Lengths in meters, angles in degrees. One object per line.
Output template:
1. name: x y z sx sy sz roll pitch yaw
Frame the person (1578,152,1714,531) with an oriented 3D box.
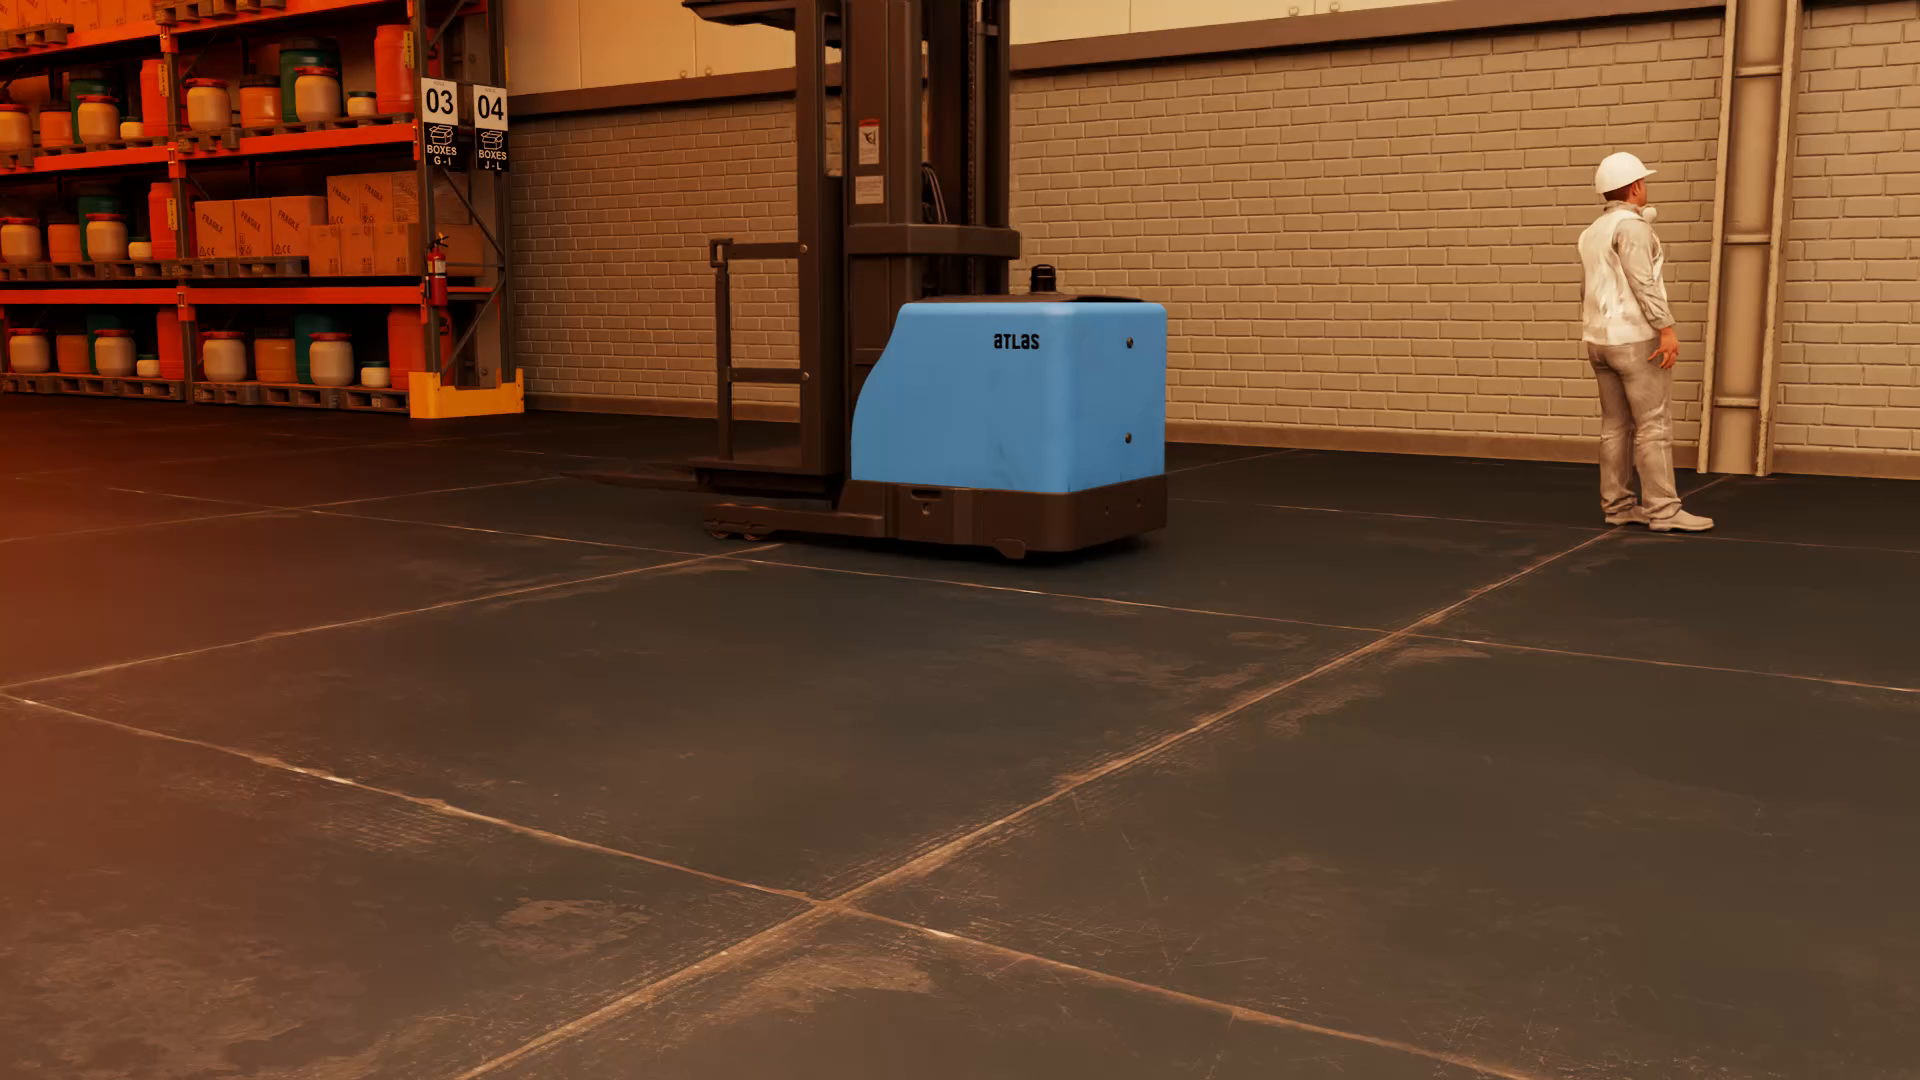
1. person: 3.268 -0.954 7.979 0.554 1.777 0.622 -1 8 -7

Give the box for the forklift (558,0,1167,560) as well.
1. forklift: -0.586 -1.500 7.740 3.031 2.935 1.130 5 10 32
